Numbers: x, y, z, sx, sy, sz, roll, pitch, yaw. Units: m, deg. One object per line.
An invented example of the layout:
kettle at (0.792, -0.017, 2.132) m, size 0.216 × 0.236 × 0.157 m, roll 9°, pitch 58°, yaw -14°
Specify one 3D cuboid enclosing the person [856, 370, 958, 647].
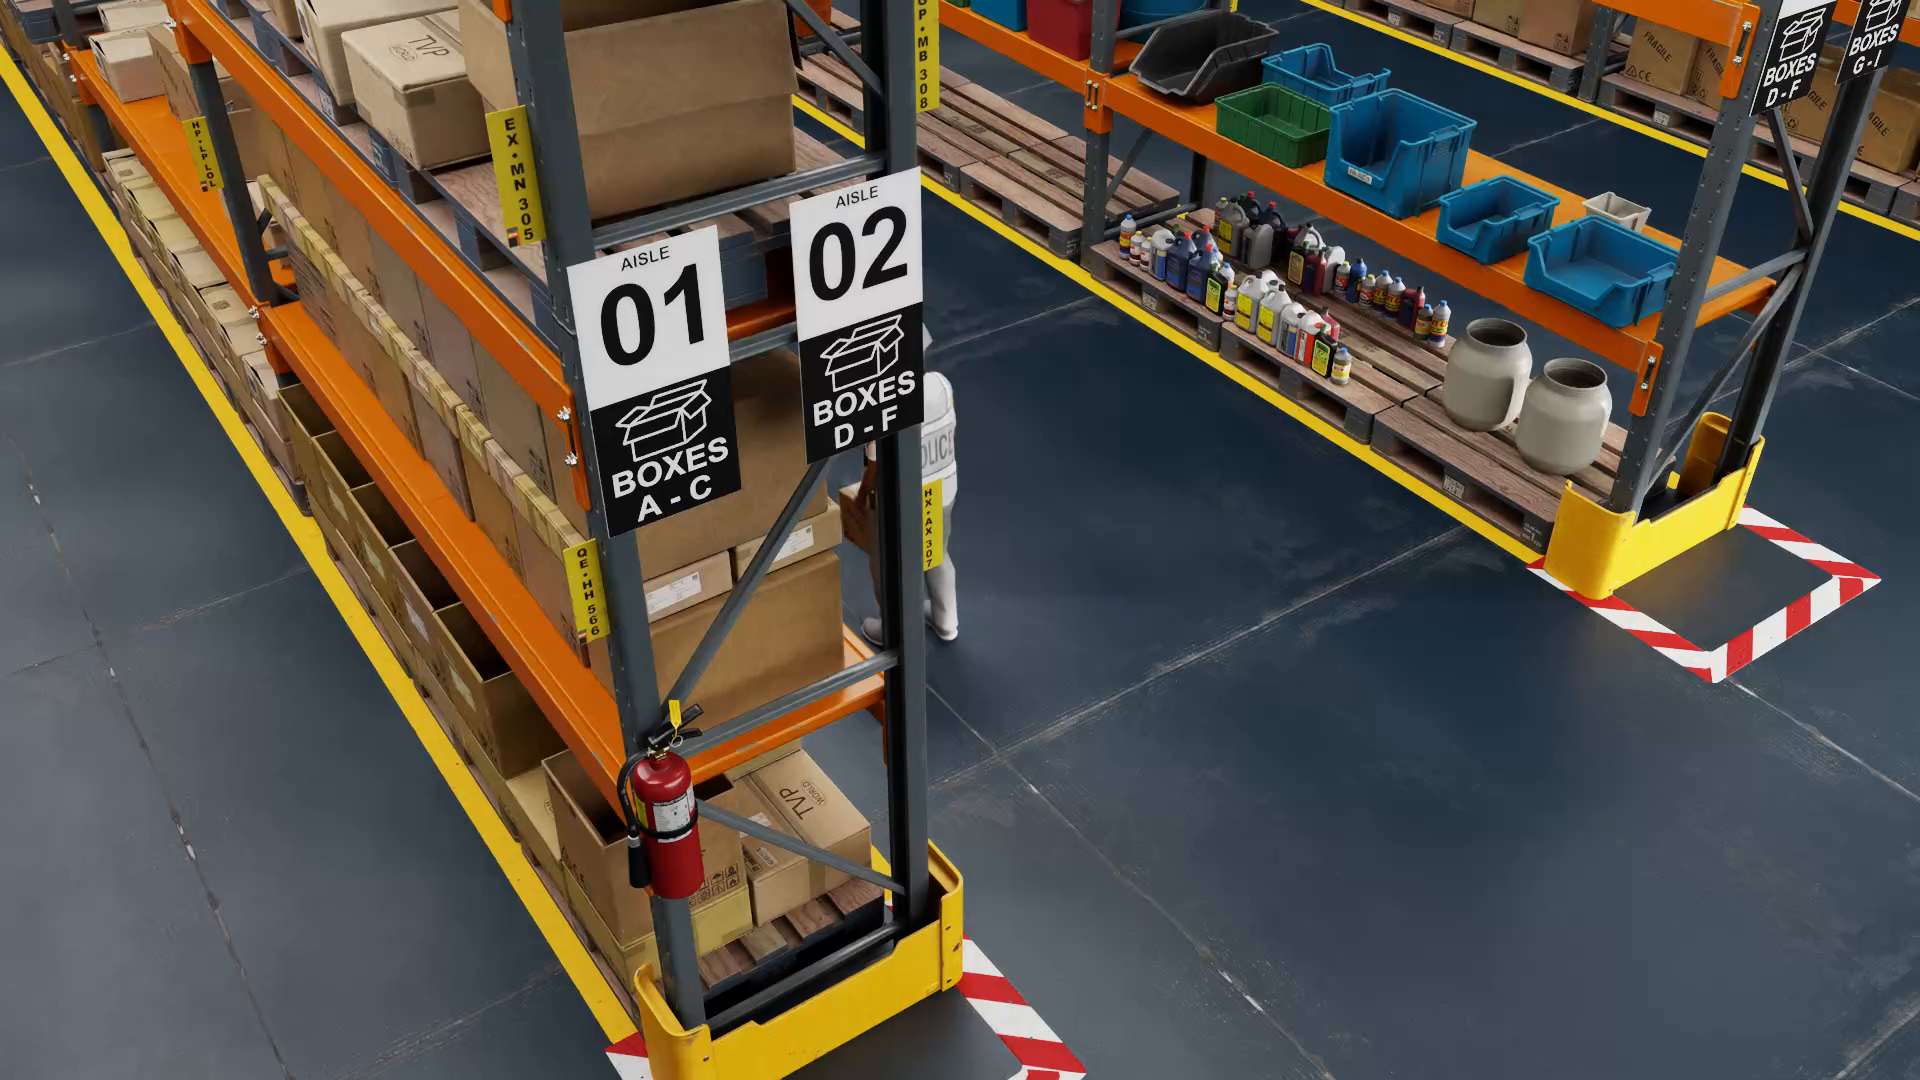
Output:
person at (-0.232, -0.201, 7.271) m, size 0.508 × 1.659 × 0.415 m, roll -24°, pitch 43°, yaw -28°
